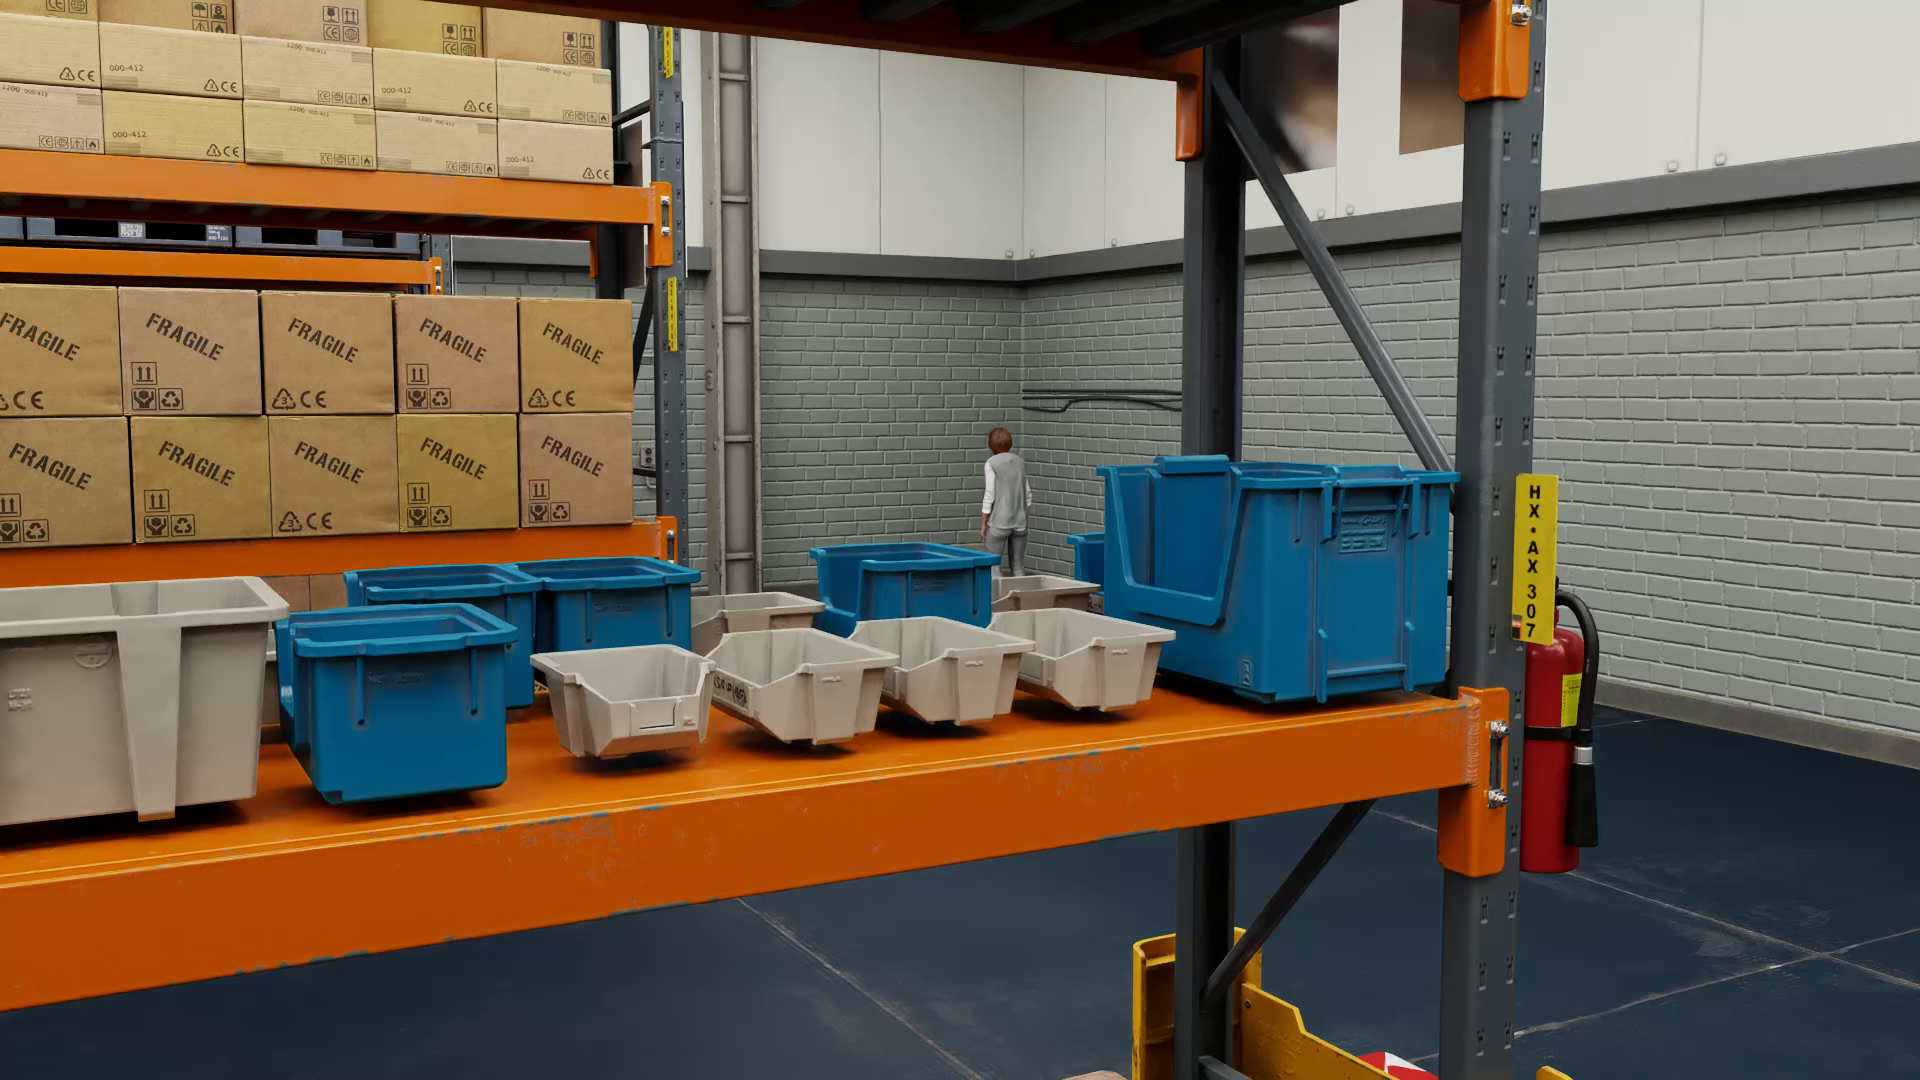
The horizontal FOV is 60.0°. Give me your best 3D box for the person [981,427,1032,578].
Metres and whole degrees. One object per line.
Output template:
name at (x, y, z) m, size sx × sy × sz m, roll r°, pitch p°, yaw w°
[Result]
person at (0.363, -0.108, 13.471) m, size 0.469 × 1.580 × 0.377 m, roll -3°, pitch 6°, yaw -31°
